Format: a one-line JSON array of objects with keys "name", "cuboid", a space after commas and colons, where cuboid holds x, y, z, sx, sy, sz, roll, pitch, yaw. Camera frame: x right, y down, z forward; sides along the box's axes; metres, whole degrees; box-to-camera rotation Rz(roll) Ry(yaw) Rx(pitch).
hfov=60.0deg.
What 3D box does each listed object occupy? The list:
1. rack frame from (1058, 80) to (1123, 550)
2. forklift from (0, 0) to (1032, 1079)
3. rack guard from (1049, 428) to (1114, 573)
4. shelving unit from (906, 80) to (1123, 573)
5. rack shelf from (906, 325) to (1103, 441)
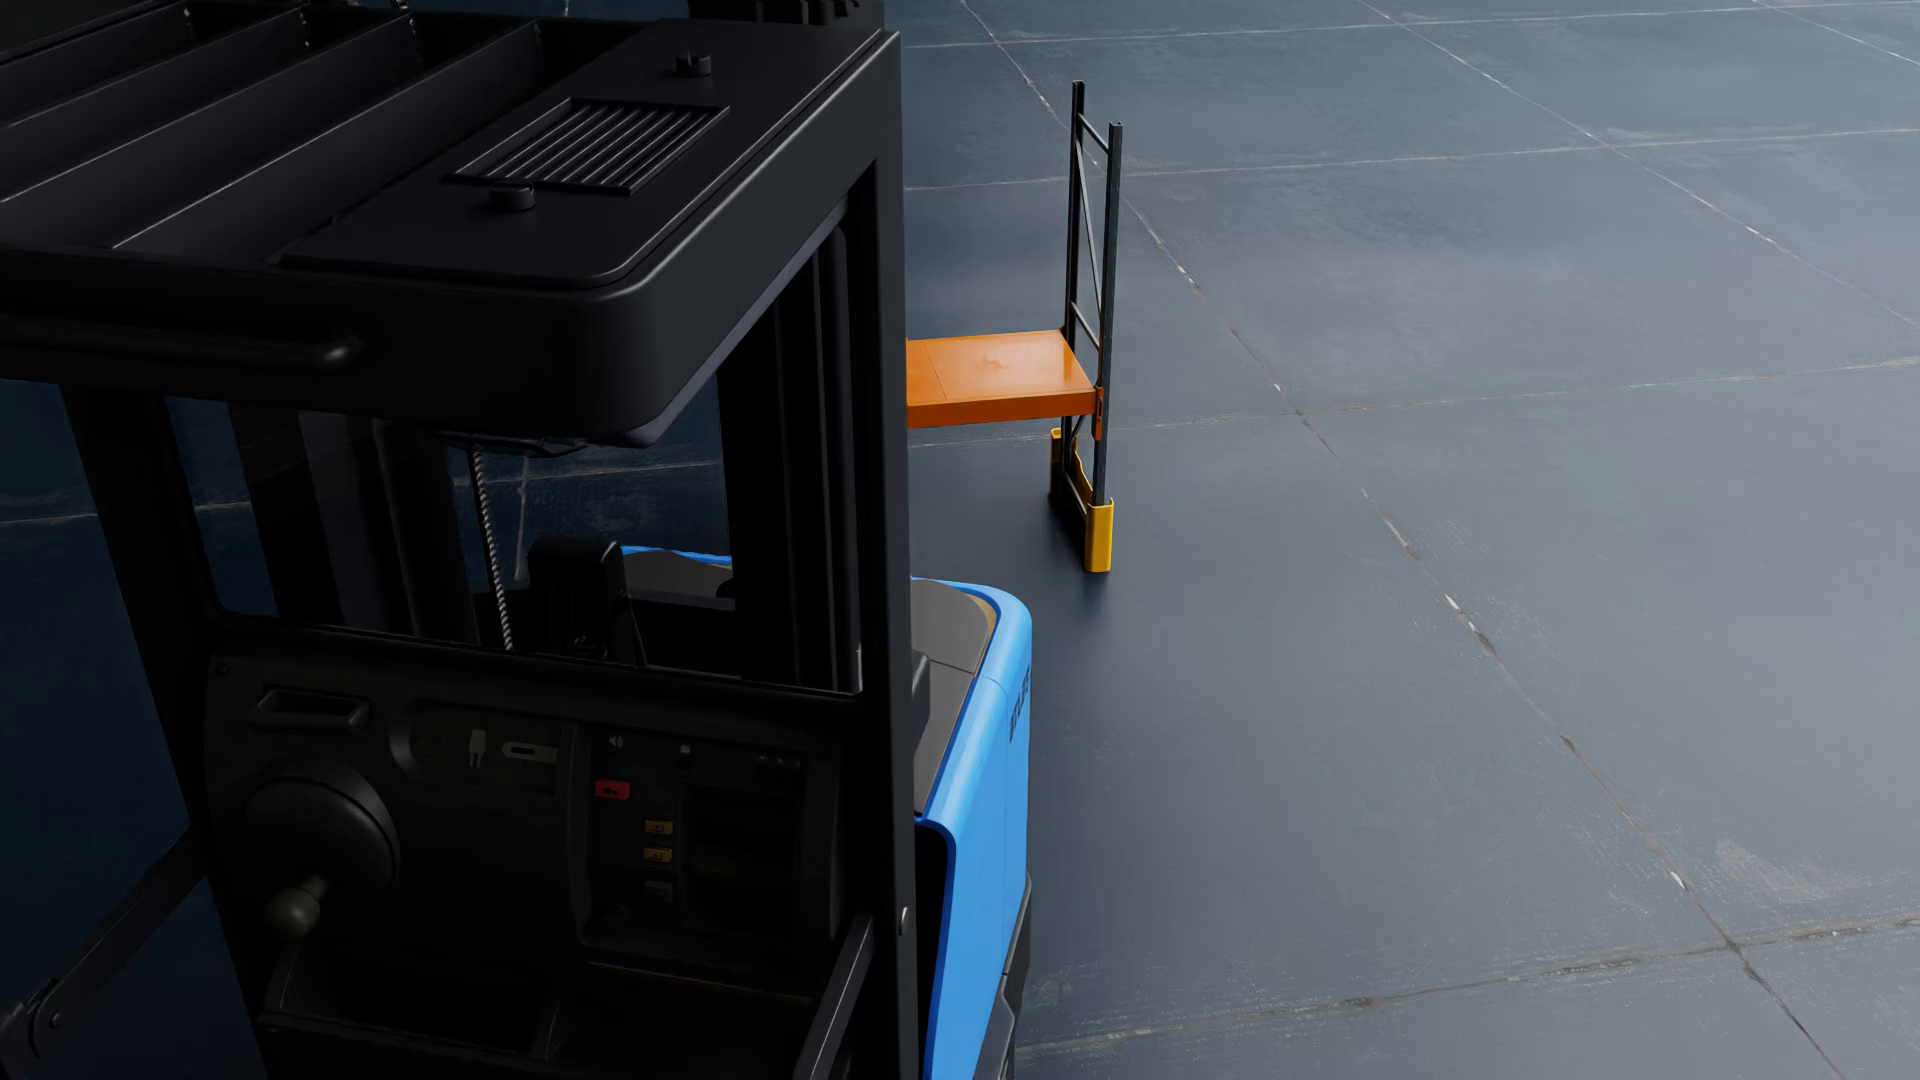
[{"name": "rack frame", "cuboid": [0.416, -0.685, 5.436, 0.032, 1.500, 0.500, -5, 31, -9]}, {"name": "forklift", "cuboid": [-0.657, 0.439, 2.112, 1.130, 2.935, 3.031, 6, 31, 11]}, {"name": "rack guard", "cuboid": [0.415, -0.146, 5.752, 0.087, 0.250, 0.587, -5, 31, -9]}, {"name": "shelving unit", "cuboid": [-0.075, -0.640, 5.358, 1.083, 1.500, 0.587, -5, 31, -9]}, {"name": "rack shelf", "cuboid": [-0.084, -0.484, 5.448, 1.000, 0.185, 0.538, -5, 31, -9]}]
